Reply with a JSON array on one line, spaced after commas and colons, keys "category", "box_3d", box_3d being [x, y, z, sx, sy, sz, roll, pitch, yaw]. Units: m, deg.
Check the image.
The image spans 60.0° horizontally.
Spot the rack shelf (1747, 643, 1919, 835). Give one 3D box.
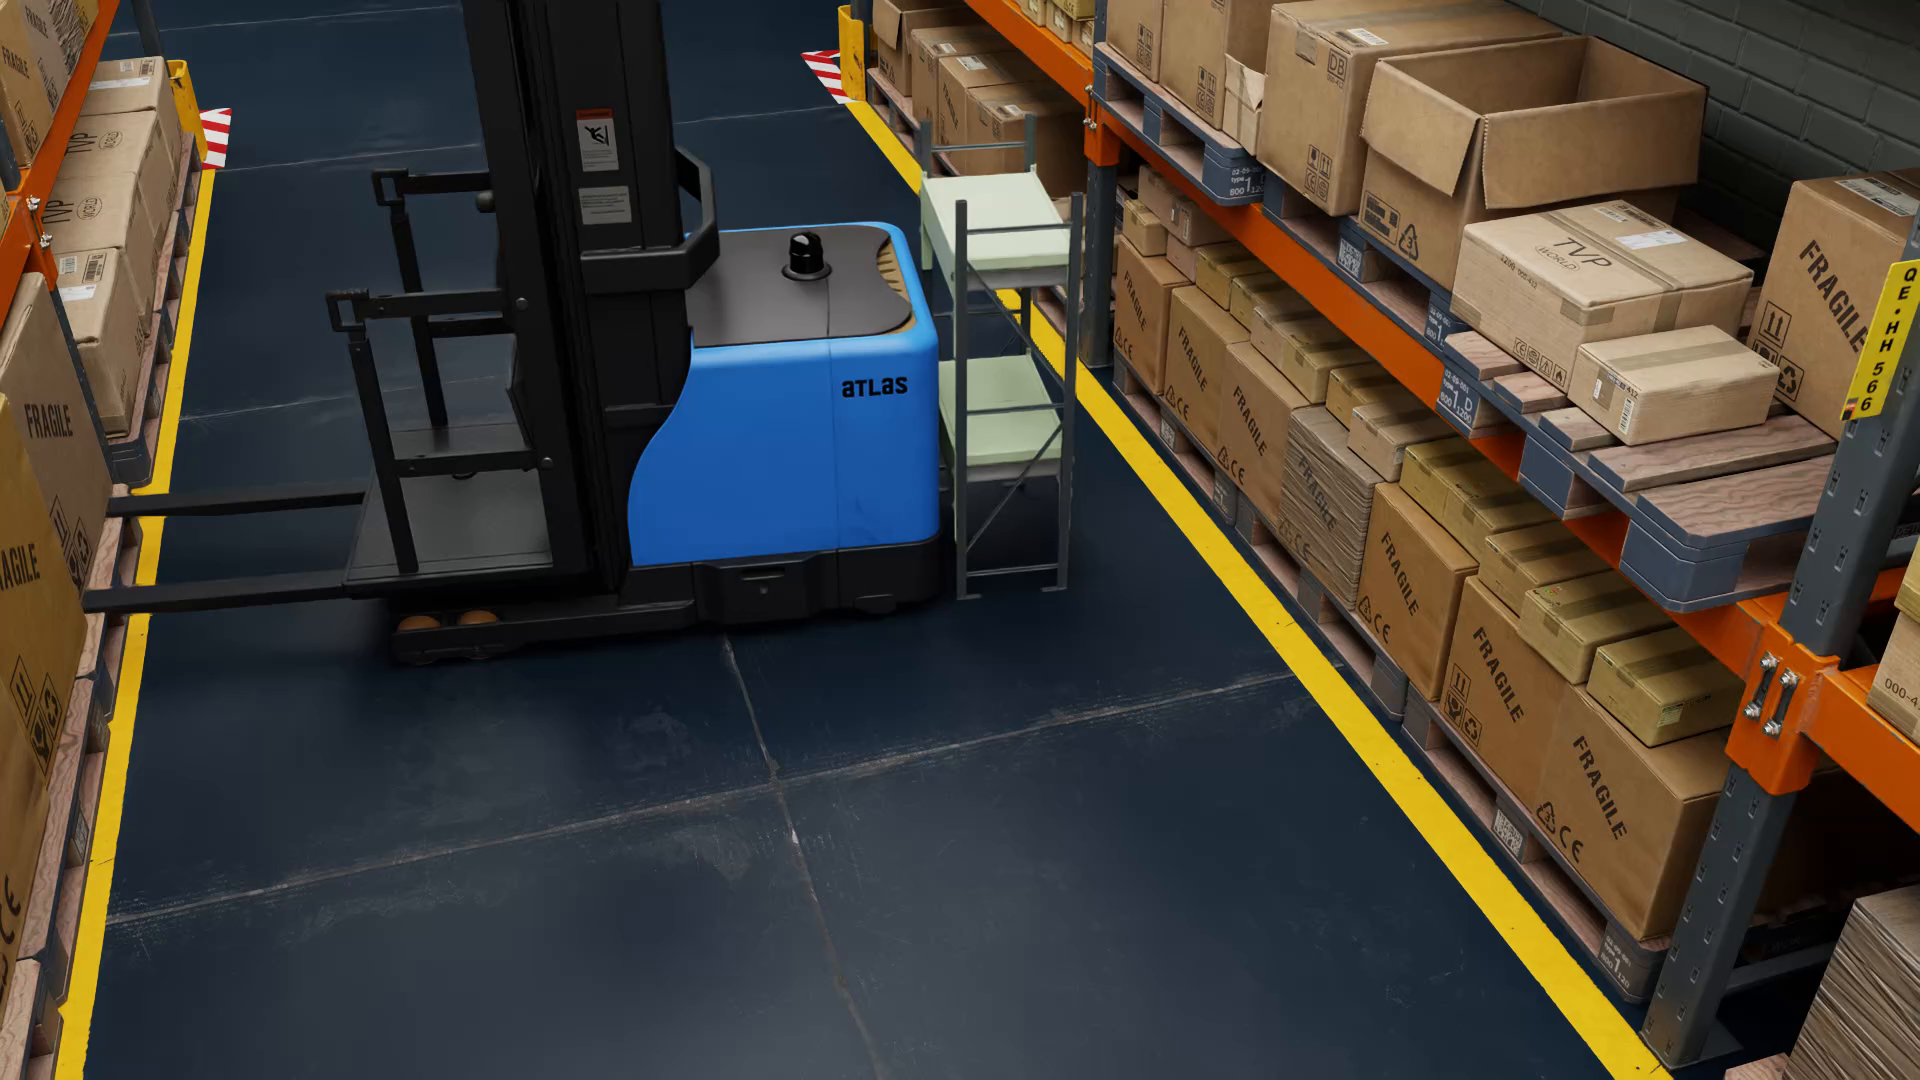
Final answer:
[{"category": "rack shelf", "box_3d": [2.860, 1.332, 2.167, 1.077, 0.370, 4.000, -10, 35, -15]}]

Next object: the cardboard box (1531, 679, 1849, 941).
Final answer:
[{"category": "cardboard box", "box_3d": [1.916, 0.663, 4.412, 0.500, 0.500, 0.500, -9, 35, -13]}]

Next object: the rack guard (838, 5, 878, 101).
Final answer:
[{"category": "rack guard", "box_3d": [-0.167, -3.136, 10.542, 1.175, 0.500, 0.348, -10, 35, -15]}]

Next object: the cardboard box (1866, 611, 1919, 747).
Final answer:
[{"category": "cardboard box", "box_3d": [2.153, 0.318, 3.184, 0.500, 0.250, 0.500, -10, 35, -15]}]

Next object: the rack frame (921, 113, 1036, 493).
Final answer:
[{"category": "rack frame", "box_3d": [0.064, -0.831, 6.147, 0.400, 1.500, 0.023, -5, 34, -8]}]

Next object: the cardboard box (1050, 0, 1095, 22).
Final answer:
[{"category": "cardboard box", "box_3d": [0.642, -2.407, 7.037, 0.500, 0.250, 0.500, -9, 35, -14]}]

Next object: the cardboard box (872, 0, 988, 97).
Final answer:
[{"category": "cardboard box", "box_3d": [-0.094, -3.015, 9.976, 0.797, 0.503, 0.637, -11, 35, -17]}]

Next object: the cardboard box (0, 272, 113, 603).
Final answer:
[{"category": "cardboard box", "box_3d": [-3.431, -0.259, 5.467, 0.875, 0.875, 0.875, -9, 34, -13]}]

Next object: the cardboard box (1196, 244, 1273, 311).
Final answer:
[{"category": "cardboard box", "box_3d": [1.133, -1.023, 6.376, 0.380, 0.149, 0.250, -12, 35, -17]}]

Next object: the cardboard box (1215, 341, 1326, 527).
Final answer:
[{"category": "cardboard box", "box_3d": [1.283, -0.419, 6.049, 0.500, 0.500, 0.500, -11, 35, -16]}]

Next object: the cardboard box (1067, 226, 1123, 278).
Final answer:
[{"category": "cardboard box", "box_3d": [0.580, -1.348, 7.774, 0.380, 0.149, 0.250, -11, 35, -16]}]

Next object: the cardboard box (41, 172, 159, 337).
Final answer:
[{"category": "cardboard box", "box_3d": [-4.059, -1.206, 7.297, 0.875, 0.438, 0.875, -11, 35, -16]}]

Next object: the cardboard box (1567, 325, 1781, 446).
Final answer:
[{"category": "cardboard box", "box_3d": [1.684, -0.369, 3.935, 0.380, 0.149, 0.250, -9, 35, -14]}]

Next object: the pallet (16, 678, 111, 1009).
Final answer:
[{"category": "pallet", "box_3d": [-3.013, 0.915, 4.673, 1.003, 0.211, 1.213, -10, 35, -15]}]

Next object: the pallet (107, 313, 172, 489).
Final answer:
[{"category": "pallet", "box_3d": [-3.853, -0.531, 6.862, 1.003, 0.211, 1.213, -10, 35, -15]}]

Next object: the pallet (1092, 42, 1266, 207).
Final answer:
[{"category": "pallet", "box_3d": [1.170, -1.601, 6.126, 1.003, 0.211, 1.213, -10, 35, -15]}]

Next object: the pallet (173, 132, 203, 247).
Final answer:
[{"category": "pallet", "box_3d": [-4.598, -1.812, 8.801, 1.003, 0.211, 1.213, -10, 35, -15]}]

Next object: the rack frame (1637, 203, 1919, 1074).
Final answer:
[{"category": "rack frame", "box_3d": [2.250, -0.019, 3.557, 1.000, 3.000, 0.127, -10, 35, -15]}]

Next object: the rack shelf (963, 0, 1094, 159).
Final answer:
[{"category": "rack shelf", "box_3d": [0.420, -2.869, 8.523, 1.077, 0.370, 4.000, -10, 35, -15]}]

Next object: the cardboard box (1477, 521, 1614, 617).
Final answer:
[{"category": "cardboard box", "box_3d": [1.707, 0.078, 4.709, 0.380, 0.149, 0.250, -11, 35, -16]}]

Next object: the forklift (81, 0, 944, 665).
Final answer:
[{"category": "forklift", "box_3d": [-1.619, -1.114, 5.278, 3.031, 2.935, 1.130, -5, 34, -7]}]

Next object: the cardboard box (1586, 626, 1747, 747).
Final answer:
[{"category": "cardboard box", "box_3d": [1.858, 0.362, 4.280, 0.380, 0.149, 0.250, -12, 35, -17]}]

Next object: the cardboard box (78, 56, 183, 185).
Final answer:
[{"category": "cardboard box", "box_3d": [-4.620, -2.159, 8.739, 0.875, 0.438, 0.875, -11, 35, -16]}]

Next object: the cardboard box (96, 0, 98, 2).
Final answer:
[{"category": "cardboard box", "box_3d": [-4.212, -2.681, 7.495, 0.500, 0.500, 0.500, -9, 35, -13]}]

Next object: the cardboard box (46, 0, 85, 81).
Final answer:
[{"category": "cardboard box", "box_3d": [-3.885, -2.141, 6.679, 0.500, 0.500, 0.500, -10, 35, -14]}]

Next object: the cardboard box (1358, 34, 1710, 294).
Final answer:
[{"category": "cardboard box", "box_3d": [1.576, -1.063, 4.663, 0.797, 0.503, 0.637, -11, 35, -16]}]

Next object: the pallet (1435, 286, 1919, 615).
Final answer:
[{"category": "pallet", "box_3d": [1.977, -0.283, 4.131, 1.213, 0.211, 1.003, -10, 35, -15]}]

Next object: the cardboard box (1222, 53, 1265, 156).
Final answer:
[{"category": "cardboard box", "box_3d": [1.088, -1.444, 5.455, 0.396, 0.266, 0.258, -8, 34, -12]}]

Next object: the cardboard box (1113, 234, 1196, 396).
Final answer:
[{"category": "cardboard box", "box_3d": [0.963, -0.959, 6.867, 0.500, 0.500, 0.500, -9, 34, -13]}]

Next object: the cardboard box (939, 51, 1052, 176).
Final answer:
[{"category": "cardboard box", "box_3d": [0.196, -2.264, 8.842, 0.500, 0.500, 0.500, -9, 35, -14]}]

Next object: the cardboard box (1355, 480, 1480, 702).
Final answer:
[{"category": "cardboard box", "box_3d": [1.612, 0.124, 5.227, 0.500, 0.500, 0.500, -9, 34, -13]}]

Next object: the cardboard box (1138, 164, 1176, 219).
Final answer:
[{"category": "cardboard box", "box_3d": [0.944, -1.423, 6.711, 0.380, 0.149, 0.250, -11, 35, -16]}]

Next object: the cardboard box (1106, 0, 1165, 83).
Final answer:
[{"category": "cardboard box", "box_3d": [0.965, -2.044, 6.151, 0.700, 0.500, 0.500, -9, 35, -14]}]

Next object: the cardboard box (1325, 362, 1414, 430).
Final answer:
[{"category": "cardboard box", "box_3d": [1.454, -0.477, 5.549, 0.380, 0.149, 0.250, -10, 35, -15]}]

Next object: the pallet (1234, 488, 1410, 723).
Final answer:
[{"category": "pallet", "box_3d": [1.690, 0.107, 5.897, 1.003, 0.211, 1.213, -10, 35, -15]}]

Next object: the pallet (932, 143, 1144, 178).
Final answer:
[{"category": "pallet", "box_3d": [0.446, -1.958, 9.021, 1.003, 0.211, 1.213, -10, 35, -15]}]

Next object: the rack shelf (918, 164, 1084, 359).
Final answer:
[{"category": "rack shelf", "box_3d": [0.124, -0.957, 5.630, 0.431, 0.370, 0.720, -5, 34, -8]}]

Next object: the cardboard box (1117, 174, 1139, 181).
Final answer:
[{"category": "cardboard box", "box_3d": [0.921, -1.719, 8.335, 0.380, 0.149, 0.250, -10, 35, -15]}]

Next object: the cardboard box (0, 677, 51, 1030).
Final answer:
[{"category": "cardboard box", "box_3d": [-2.876, 0.684, 4.041, 0.875, 0.875, 0.875, -10, 35, -14]}]

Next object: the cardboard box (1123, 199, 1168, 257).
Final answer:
[{"category": "cardboard box", "box_3d": [0.886, -1.289, 6.777, 0.380, 0.149, 0.250, -8, 34, -12]}]

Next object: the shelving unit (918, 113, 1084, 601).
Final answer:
[{"category": "shelving unit", "box_3d": [0.124, -0.632, 5.845, 0.431, 1.500, 0.755, -5, 34, -8]}]

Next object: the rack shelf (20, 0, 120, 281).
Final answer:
[{"category": "rack shelf", "box_3d": [-4.306, -2.032, 7.257, 1.077, 0.370, 4.000, -10, 35, -15]}]

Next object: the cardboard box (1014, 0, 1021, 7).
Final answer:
[{"category": "cardboard box", "box_3d": [0.436, -2.547, 7.611, 0.380, 0.149, 0.250, -9, 35, -13]}]

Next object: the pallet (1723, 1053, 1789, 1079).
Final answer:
[{"category": "pallet", "box_3d": [2.464, 1.584, 3.662, 1.003, 0.211, 1.213, -10, 35, -15]}]

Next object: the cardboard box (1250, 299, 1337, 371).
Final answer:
[{"category": "cardboard box", "box_3d": [1.271, -0.744, 5.953, 0.380, 0.149, 0.250, -10, 35, -15]}]

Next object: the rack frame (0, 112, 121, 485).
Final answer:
[{"category": "rack frame", "box_3d": [-3.696, -1.282, 5.469, 1.000, 3.000, 0.127, -10, 35, -15]}]

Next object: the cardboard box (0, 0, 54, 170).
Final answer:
[{"category": "cardboard box", "box_3d": [-3.590, -1.614, 5.881, 0.500, 0.500, 0.500, -9, 34, -13]}]

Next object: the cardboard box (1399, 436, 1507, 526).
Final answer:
[{"category": "cardboard box", "box_3d": [1.593, -0.199, 5.129, 0.380, 0.149, 0.250, -11, 35, -15]}]

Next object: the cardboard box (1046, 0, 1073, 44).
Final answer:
[{"category": "cardboard box", "box_3d": [0.592, -2.272, 7.195, 0.380, 0.149, 0.250, -9, 35, -13]}]
